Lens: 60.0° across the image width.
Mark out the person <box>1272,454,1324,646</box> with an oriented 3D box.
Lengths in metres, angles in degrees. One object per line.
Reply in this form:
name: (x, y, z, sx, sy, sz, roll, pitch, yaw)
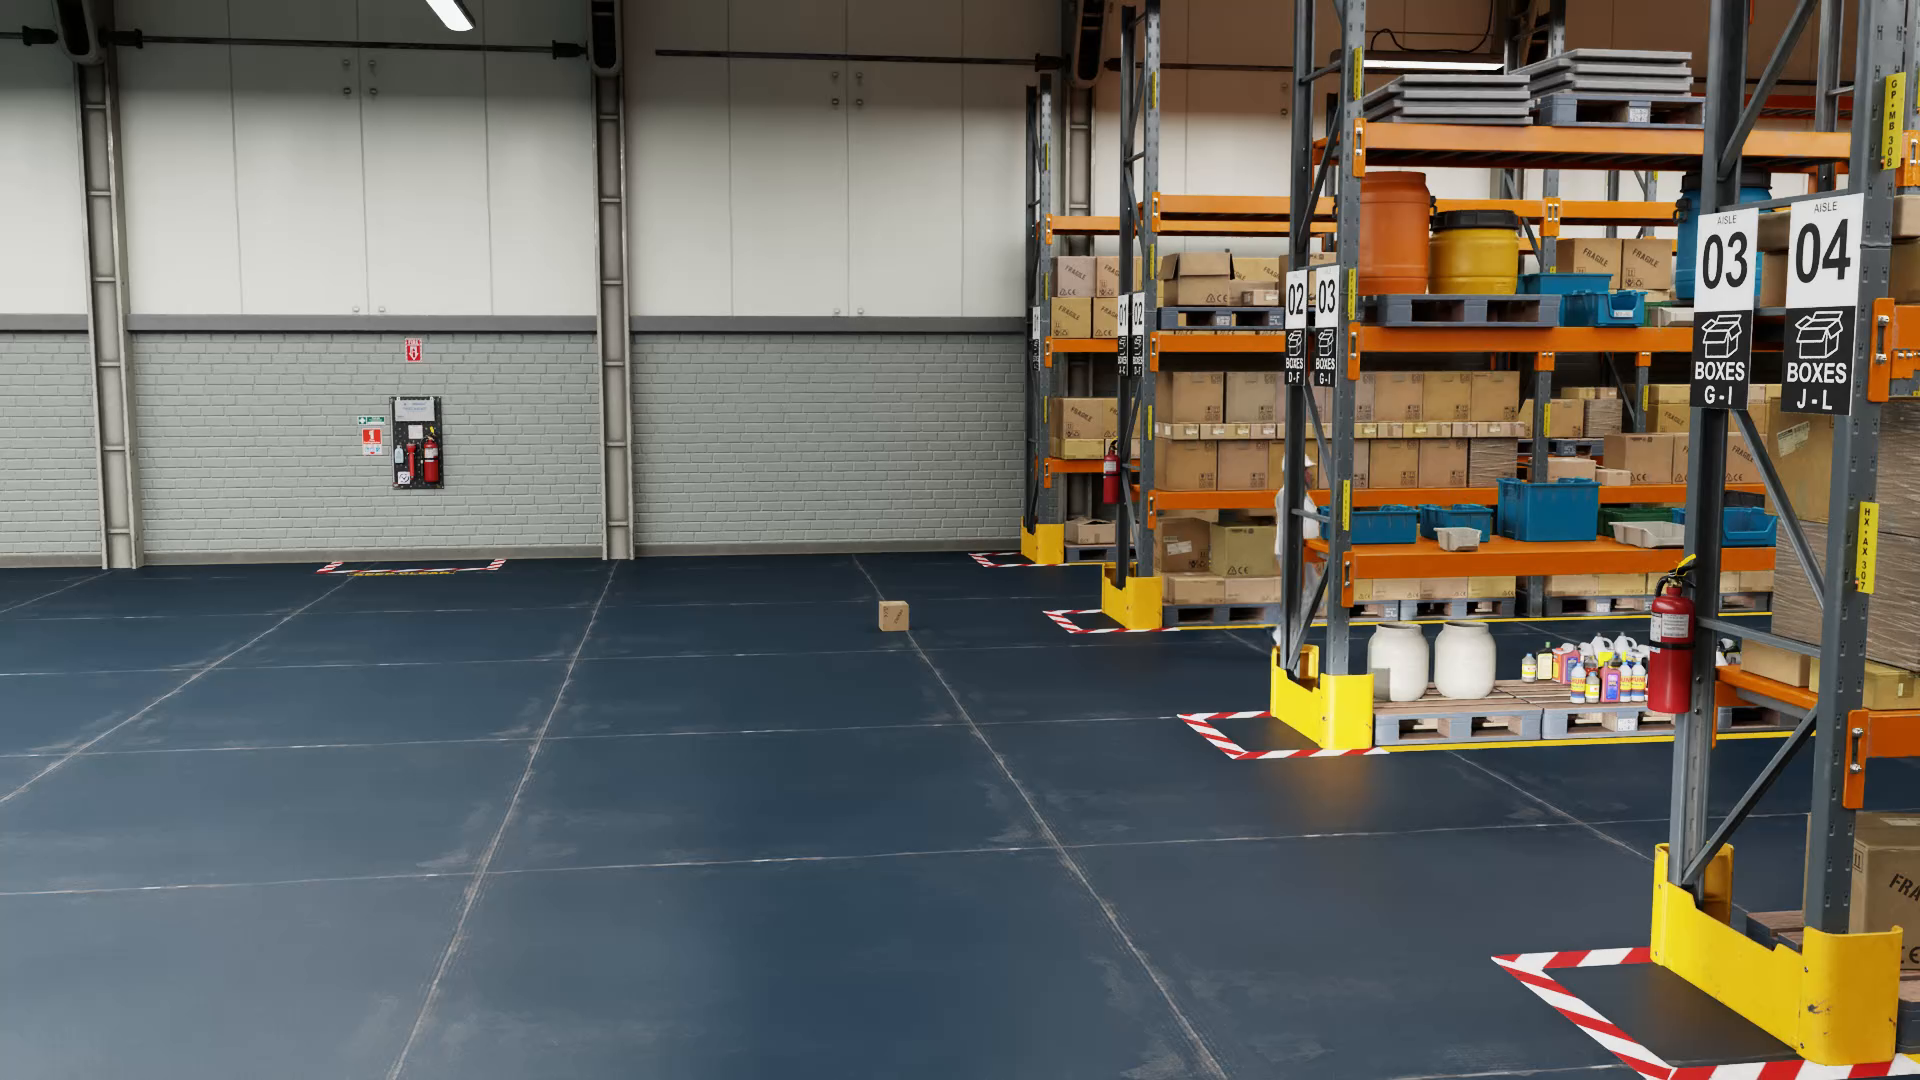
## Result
person: (2.929, 0.138, 14.251, 0.450, 1.795, 0.550, 3, 7, 22)
